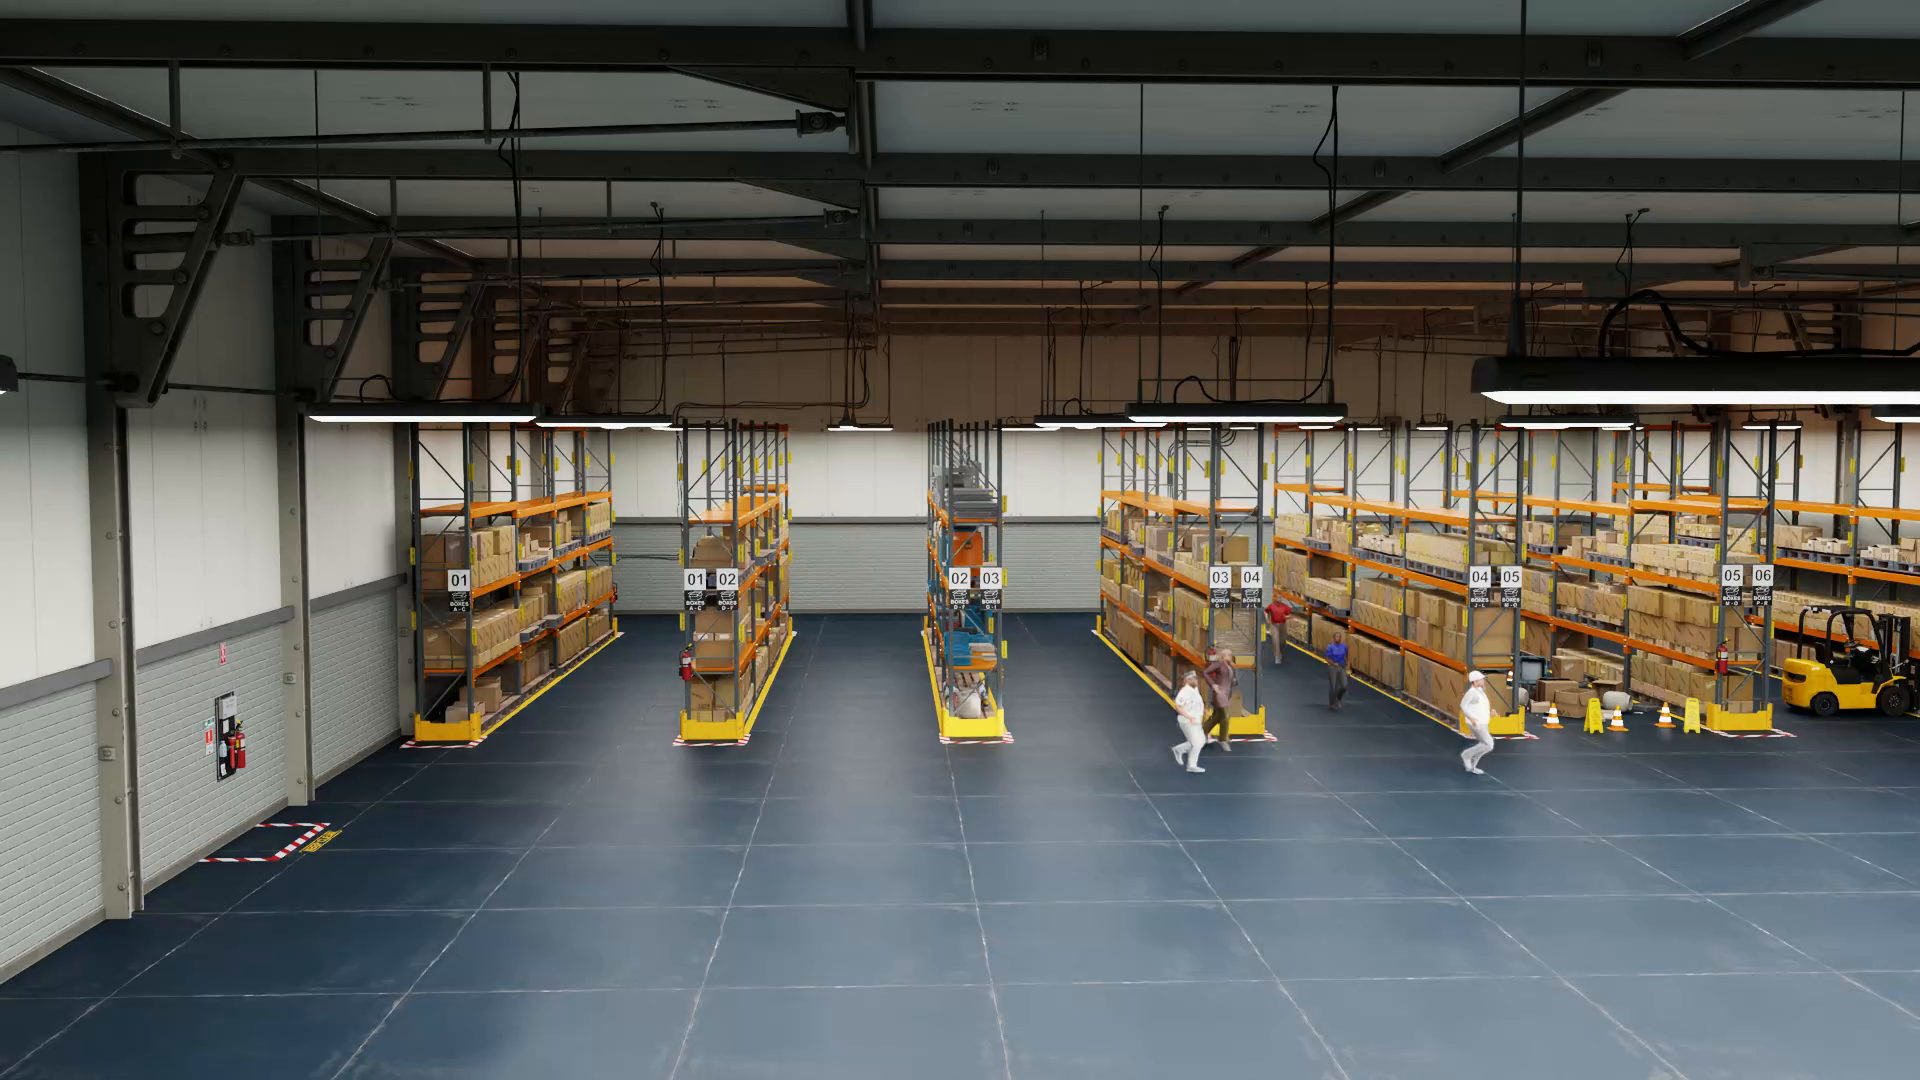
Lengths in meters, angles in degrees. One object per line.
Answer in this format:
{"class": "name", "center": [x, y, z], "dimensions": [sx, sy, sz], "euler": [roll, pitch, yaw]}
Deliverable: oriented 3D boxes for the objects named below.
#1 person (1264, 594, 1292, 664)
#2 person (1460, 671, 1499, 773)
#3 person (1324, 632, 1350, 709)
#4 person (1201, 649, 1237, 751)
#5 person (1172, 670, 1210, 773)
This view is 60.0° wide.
{"class": "person", "center": [7.949, 2.191, 41.492], "dimensions": [0.668, 1.703, 0.983], "euler": [0, 4, 0]}
{"class": "person", "center": [8.741, 3.068, 27.936], "dimensions": [0.566, 1.732, 0.650], "euler": [2, 4, 31]}
{"class": "person", "center": [7.832, 2.703, 34.362], "dimensions": [0.609, 1.614, 0.595], "euler": [-1, 4, -10]}
{"class": "person", "center": [4.752, 2.907, 30.481], "dimensions": [0.840, 1.831, 0.687], "euler": [3, 5, 38]}
{"class": "person", "center": [3.862, 3.049, 28.116], "dimensions": [0.664, 1.740, 0.656], "euler": [2, 4, 32]}
